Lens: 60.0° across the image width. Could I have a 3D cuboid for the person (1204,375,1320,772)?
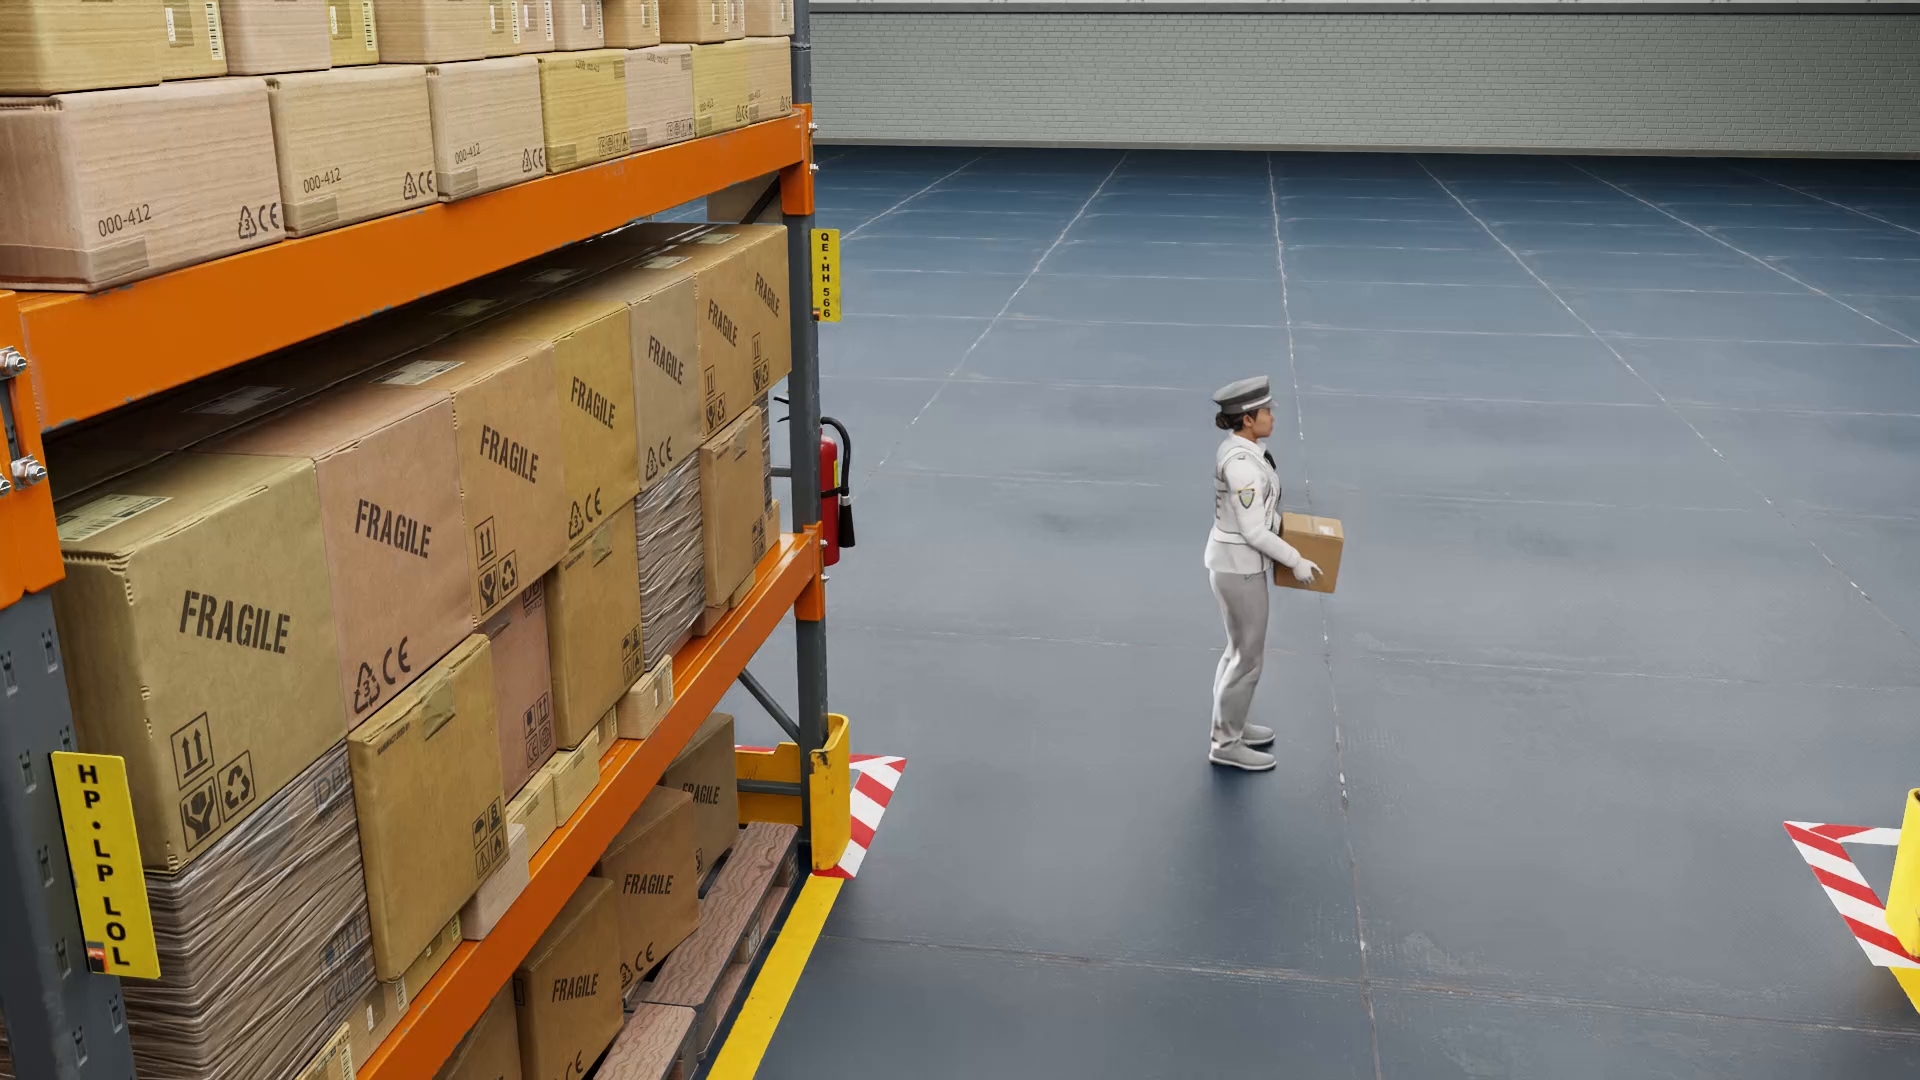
[{"bbox_3d":[1.286,0.130,7.103,0.489,1.692,0.489,3,18,8],"label":"person"}]
